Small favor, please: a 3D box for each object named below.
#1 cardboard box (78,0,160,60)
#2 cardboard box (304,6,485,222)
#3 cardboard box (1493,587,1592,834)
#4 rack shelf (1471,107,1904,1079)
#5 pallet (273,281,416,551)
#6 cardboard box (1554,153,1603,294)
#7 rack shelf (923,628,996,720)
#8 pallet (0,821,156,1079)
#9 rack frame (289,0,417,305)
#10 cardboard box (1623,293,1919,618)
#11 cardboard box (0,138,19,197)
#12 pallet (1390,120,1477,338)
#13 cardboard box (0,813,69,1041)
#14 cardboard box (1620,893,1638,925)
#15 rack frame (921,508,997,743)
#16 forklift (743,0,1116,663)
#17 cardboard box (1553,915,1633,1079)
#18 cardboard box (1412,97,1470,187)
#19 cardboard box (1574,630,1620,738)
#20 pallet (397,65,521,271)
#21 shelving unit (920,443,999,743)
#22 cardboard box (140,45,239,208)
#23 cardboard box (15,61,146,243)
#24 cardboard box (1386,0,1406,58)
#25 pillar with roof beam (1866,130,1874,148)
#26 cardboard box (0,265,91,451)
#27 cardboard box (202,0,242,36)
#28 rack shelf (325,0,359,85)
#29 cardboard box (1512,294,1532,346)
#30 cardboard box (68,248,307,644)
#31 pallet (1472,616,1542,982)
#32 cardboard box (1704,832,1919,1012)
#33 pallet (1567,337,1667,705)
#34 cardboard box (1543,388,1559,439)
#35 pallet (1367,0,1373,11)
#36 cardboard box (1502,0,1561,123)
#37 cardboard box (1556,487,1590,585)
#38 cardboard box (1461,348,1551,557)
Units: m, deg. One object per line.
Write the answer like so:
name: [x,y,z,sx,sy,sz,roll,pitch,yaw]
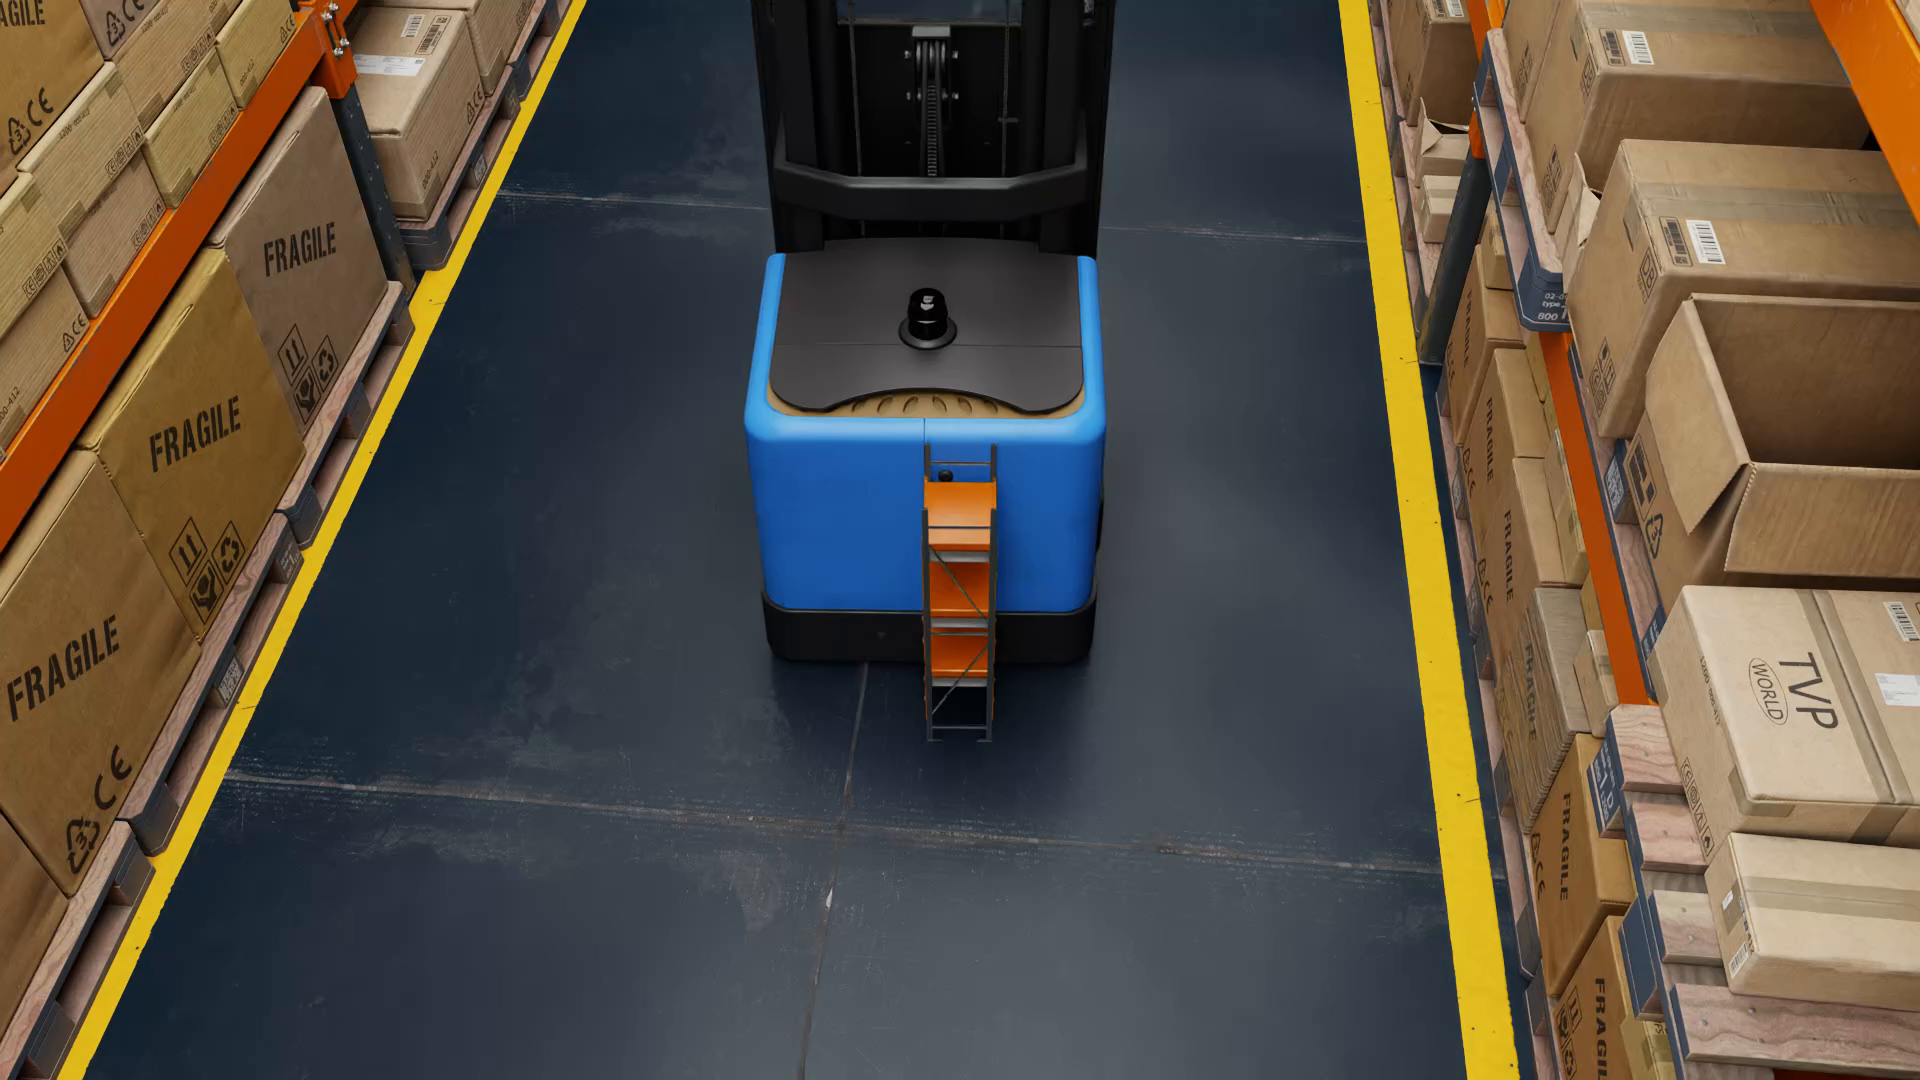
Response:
cardboard box: [-2.515,-1.666,4.496,0.500,0.500,0.500,5,48,4]
cardboard box: [-2.521,-1.752,6.772,0.875,0.438,0.875,3,48,3]
cardboard box: [1.849,0.491,4.677,0.500,0.500,0.500,2,48,2]
rack shelf: [2.076,0.022,4.184,1.077,0.370,4.000,4,48,4]
pallet: [-2.680,-0.508,6.071,1.003,0.211,1.213,4,48,4]
cardboard box: [1.750,-0.791,4.247,0.396,0.266,0.258,6,48,5]
rack shelf: [0.000,0.377,5.085,0.215,0.259,0.240,1,48,1]
pallet: [-2.902,1.285,4.432,1.003,0.211,1.213,4,48,4]
rack frame: [-2.685,-2.021,5.566,1.000,3.000,0.127,4,48,4]
cardboard box: [1.859,-0.139,3.490,0.797,0.503,0.637,3,48,3]
cardboard box: [-2.613,-0.914,3.808,0.500,0.500,0.500,5,48,4]
pallet: [2.322,-1.253,6.753,1.003,0.211,1.213,4,48,4]
cardboard box: [-2.903,0.992,3.966,0.875,0.875,0.875,3,48,3]
cardboard box: [1.749,0.959,3.810,0.380,0.149,0.250,2,48,2]
rack frame: [-0.002,0.272,4.790,0.200,1.050,0.008,1,48,1]
forklift: [-0.077,-1.670,5.291,1.130,2.935,3.031,1,48,1]
cardboard box: [1.775,1.259,3.975,0.500,0.500,0.500,3,48,3]
cardboard box: [2.050,-1.600,6.749,0.396,0.266,0.258,5,48,5]
cardboard box: [1.836,0.380,4.340,0.380,0.149,0.250,2,48,2]
pallet: [-2.537,-1.633,7.101,1.003,0.211,1.213,4,48,4]
shelving unit: [0.000,0.182,4.872,0.215,1.050,0.252,1,48,1]
cardboard box: [-2.522,-1.250,4.962,0.500,0.250,0.500,3,48,3]
cardboard box: [-2.562,-1.050,4.440,0.500,0.250,0.500,5,48,4]
cardboard box: [2.209,-2.477,7.392,0.500,0.500,0.500,5,48,4]
pillar with roof beam: [-1.067,-4.455,3.727,9.100,9.000,0.400,4,48,4]
cardboard box: [-2.630,-0.500,4.276,0.500,0.250,0.500,4,48,4]
cardboard box: [-2.483,-1.799,5.125,0.500,0.250,0.500,4,48,3]
rack shelf: [-2.502,-3.248,7.175,1.077,0.370,4.000,4,48,4]
cardboard box: [2.013,-0.753,5.375,0.380,0.149,0.250,3,48,2]
cardboard box: [-2.736,-0.320,5.166,0.875,0.875,0.875,5,48,5]
pallet: [2.114,0.750,4.921,1.003,0.211,1.213,4,48,4]
cardboard box: [1.572,0.684,2.977,0.380,0.149,0.250,5,48,4]
pallet: [2.067,-0.115,3.953,1.003,0.211,1.213,4,48,4]
cardboard box: [1.989,-0.361,5.017,0.380,0.149,0.250,3,48,3]
pallet: [2.545,-3.046,8.393,1.003,0.211,1.213,4,48,4]
cardboard box: [1.992,-1.525,4.760,0.700,0.500,0.500,5,48,5]
cardboard box: [1.905,0.002,4.685,0.380,0.149,0.250,5,48,5]
cardboard box: [1.952,-0.256,5.361,0.500,0.500,0.500,3,48,3]
